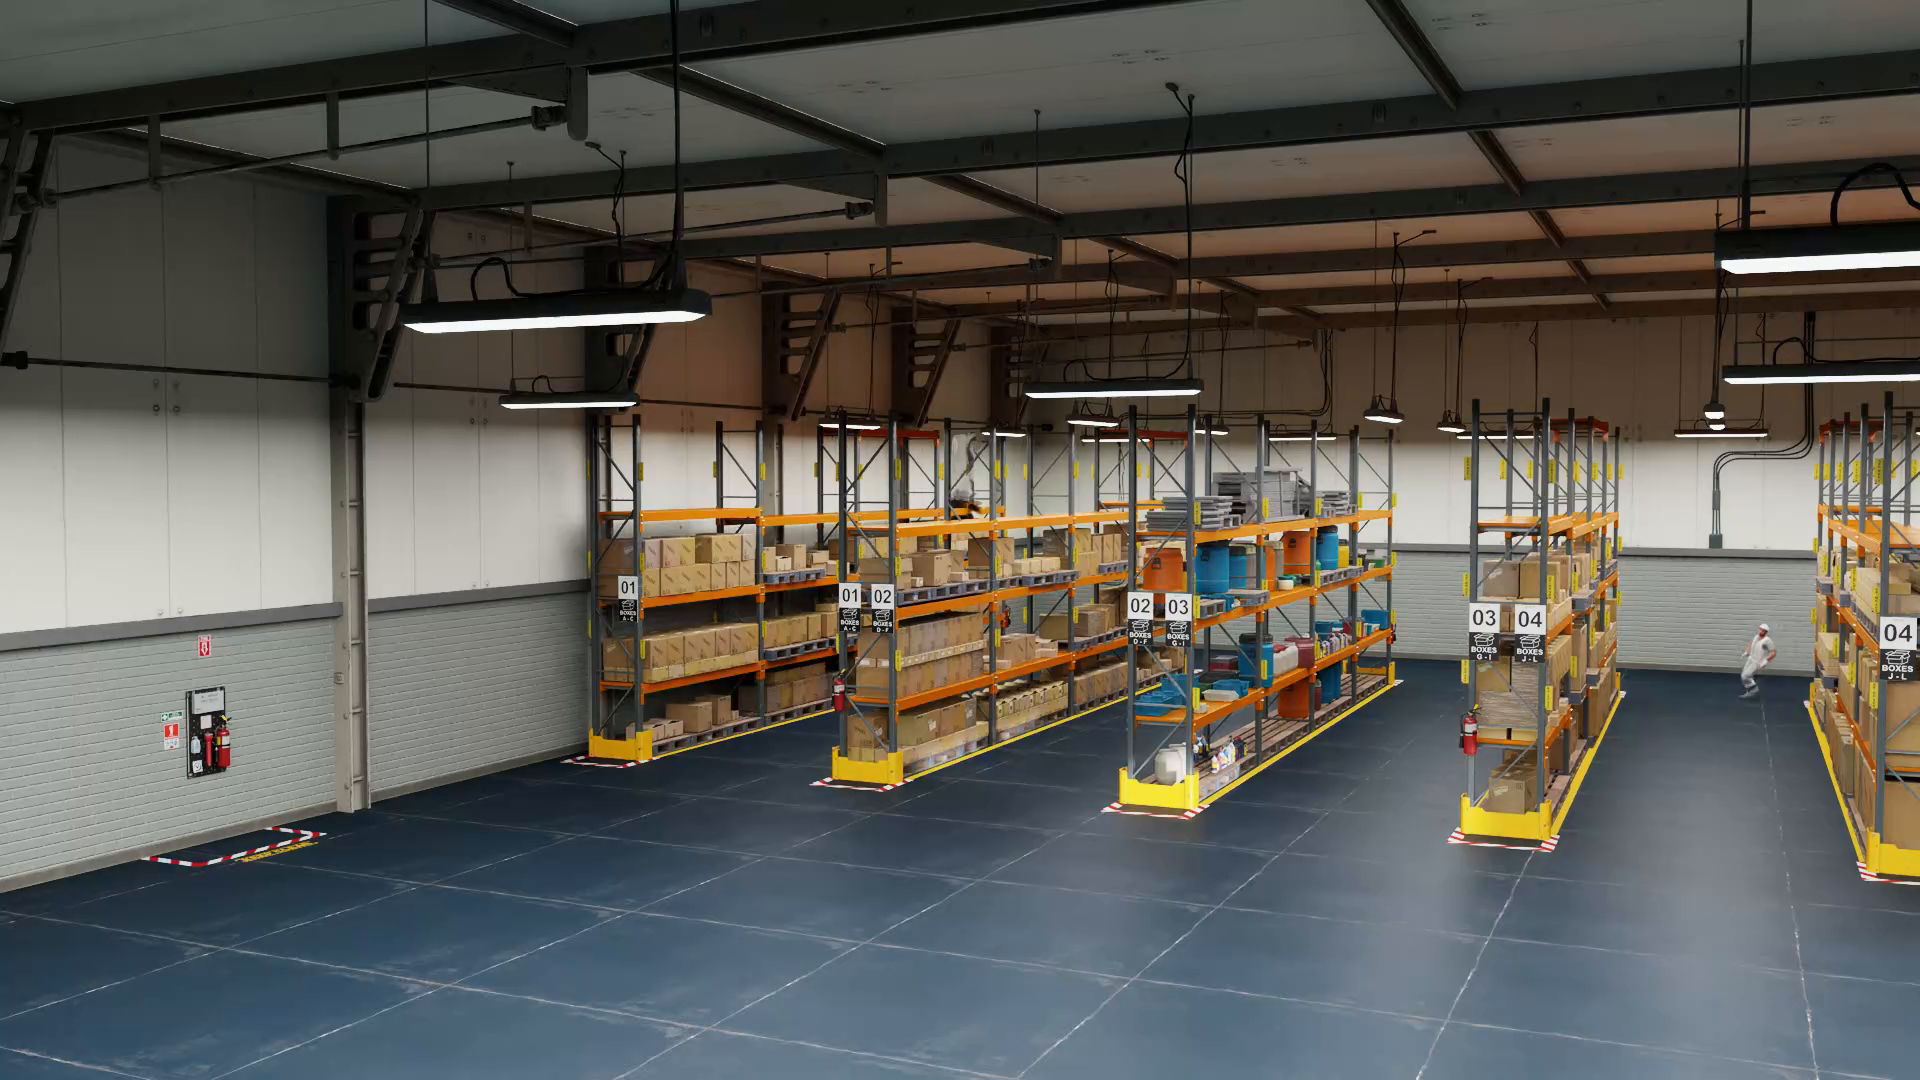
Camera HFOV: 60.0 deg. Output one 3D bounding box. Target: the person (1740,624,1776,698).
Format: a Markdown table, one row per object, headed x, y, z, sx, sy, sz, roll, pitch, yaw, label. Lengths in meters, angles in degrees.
| x | y | z | sx | sy | sz | roll | pitch | yaw | label |
| --- | --- | --- | --- | --- | --- | --- | --- | --- | --- |
| 17.416 | 2.672 | 36.461 | 0.615 | 1.668 | 0.746 | 0 | 2 | 0 | person |
